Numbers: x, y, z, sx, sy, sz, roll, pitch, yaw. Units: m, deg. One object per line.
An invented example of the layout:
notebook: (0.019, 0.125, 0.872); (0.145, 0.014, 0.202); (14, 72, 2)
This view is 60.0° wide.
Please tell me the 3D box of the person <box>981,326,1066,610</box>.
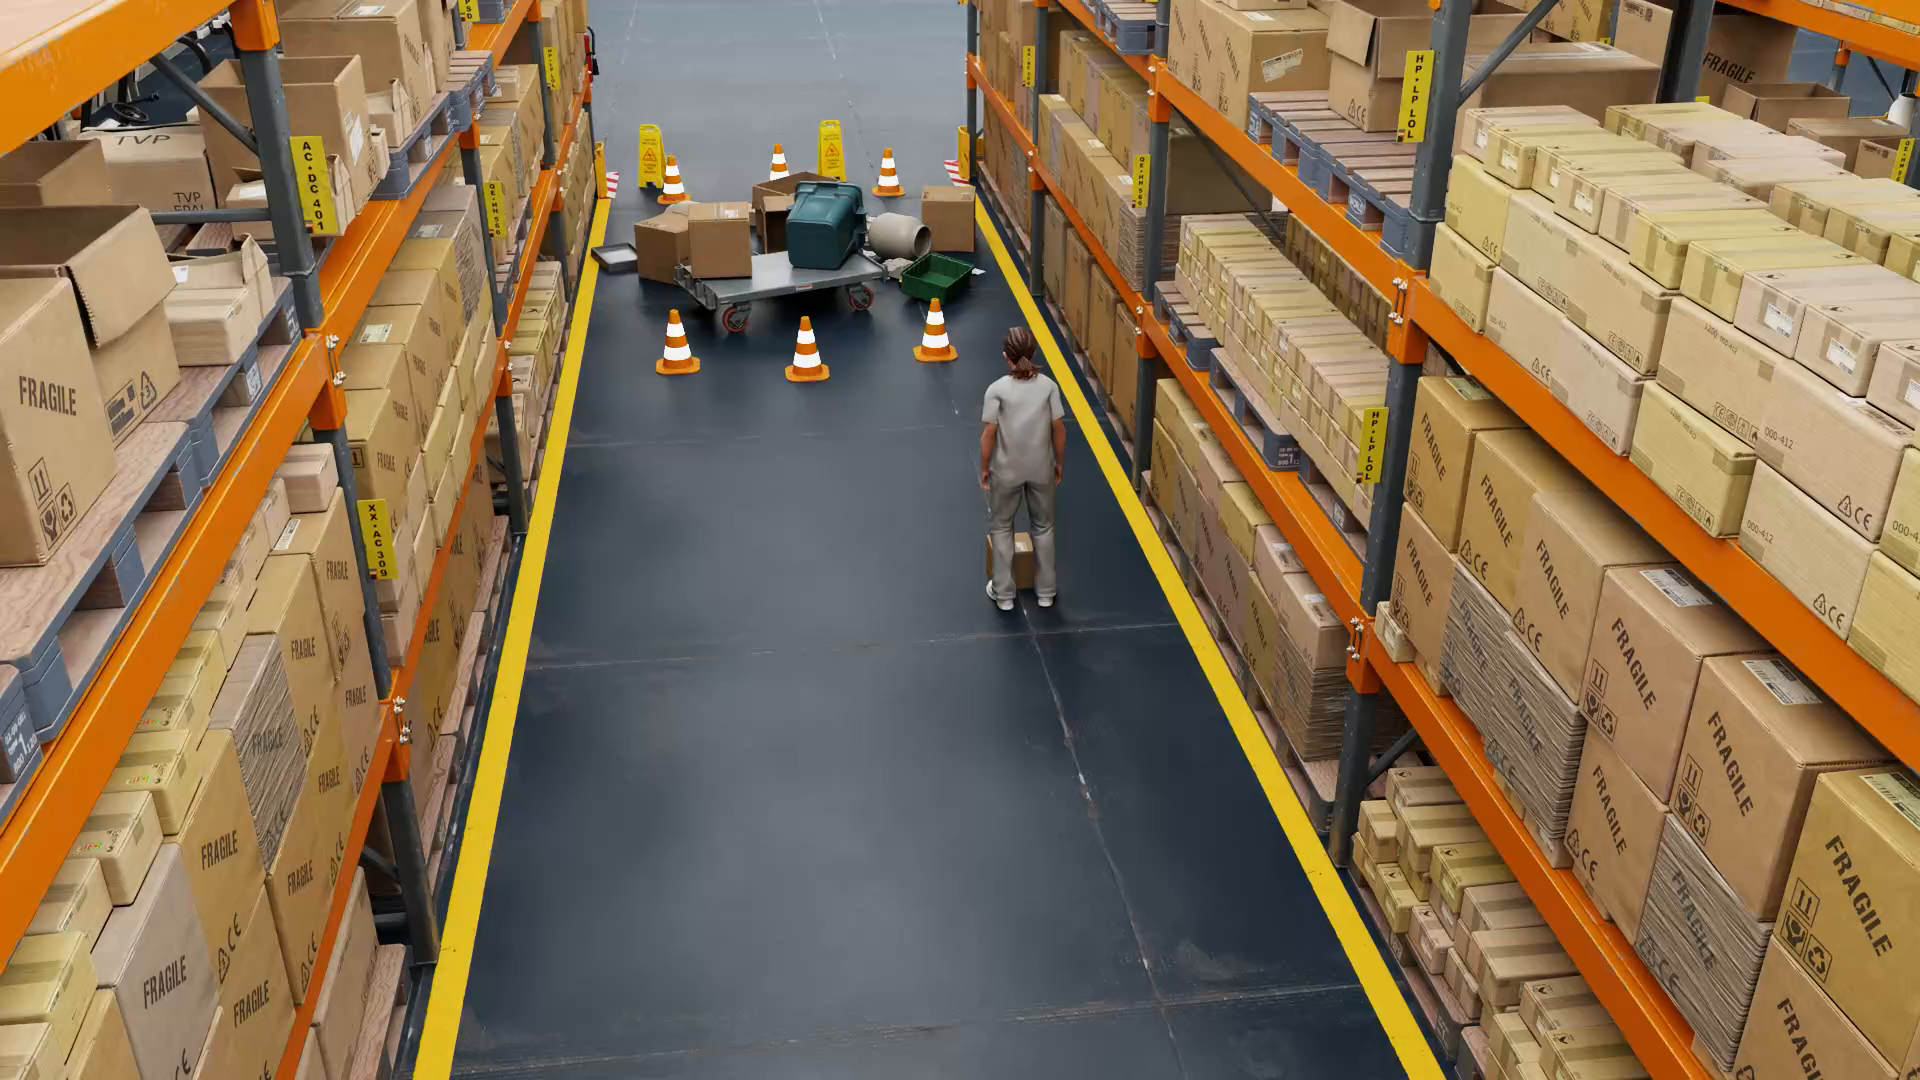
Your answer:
person: (0.349, -0.391, 9.378); (0.485, 1.672, 0.358); (-4, 28, -7)
